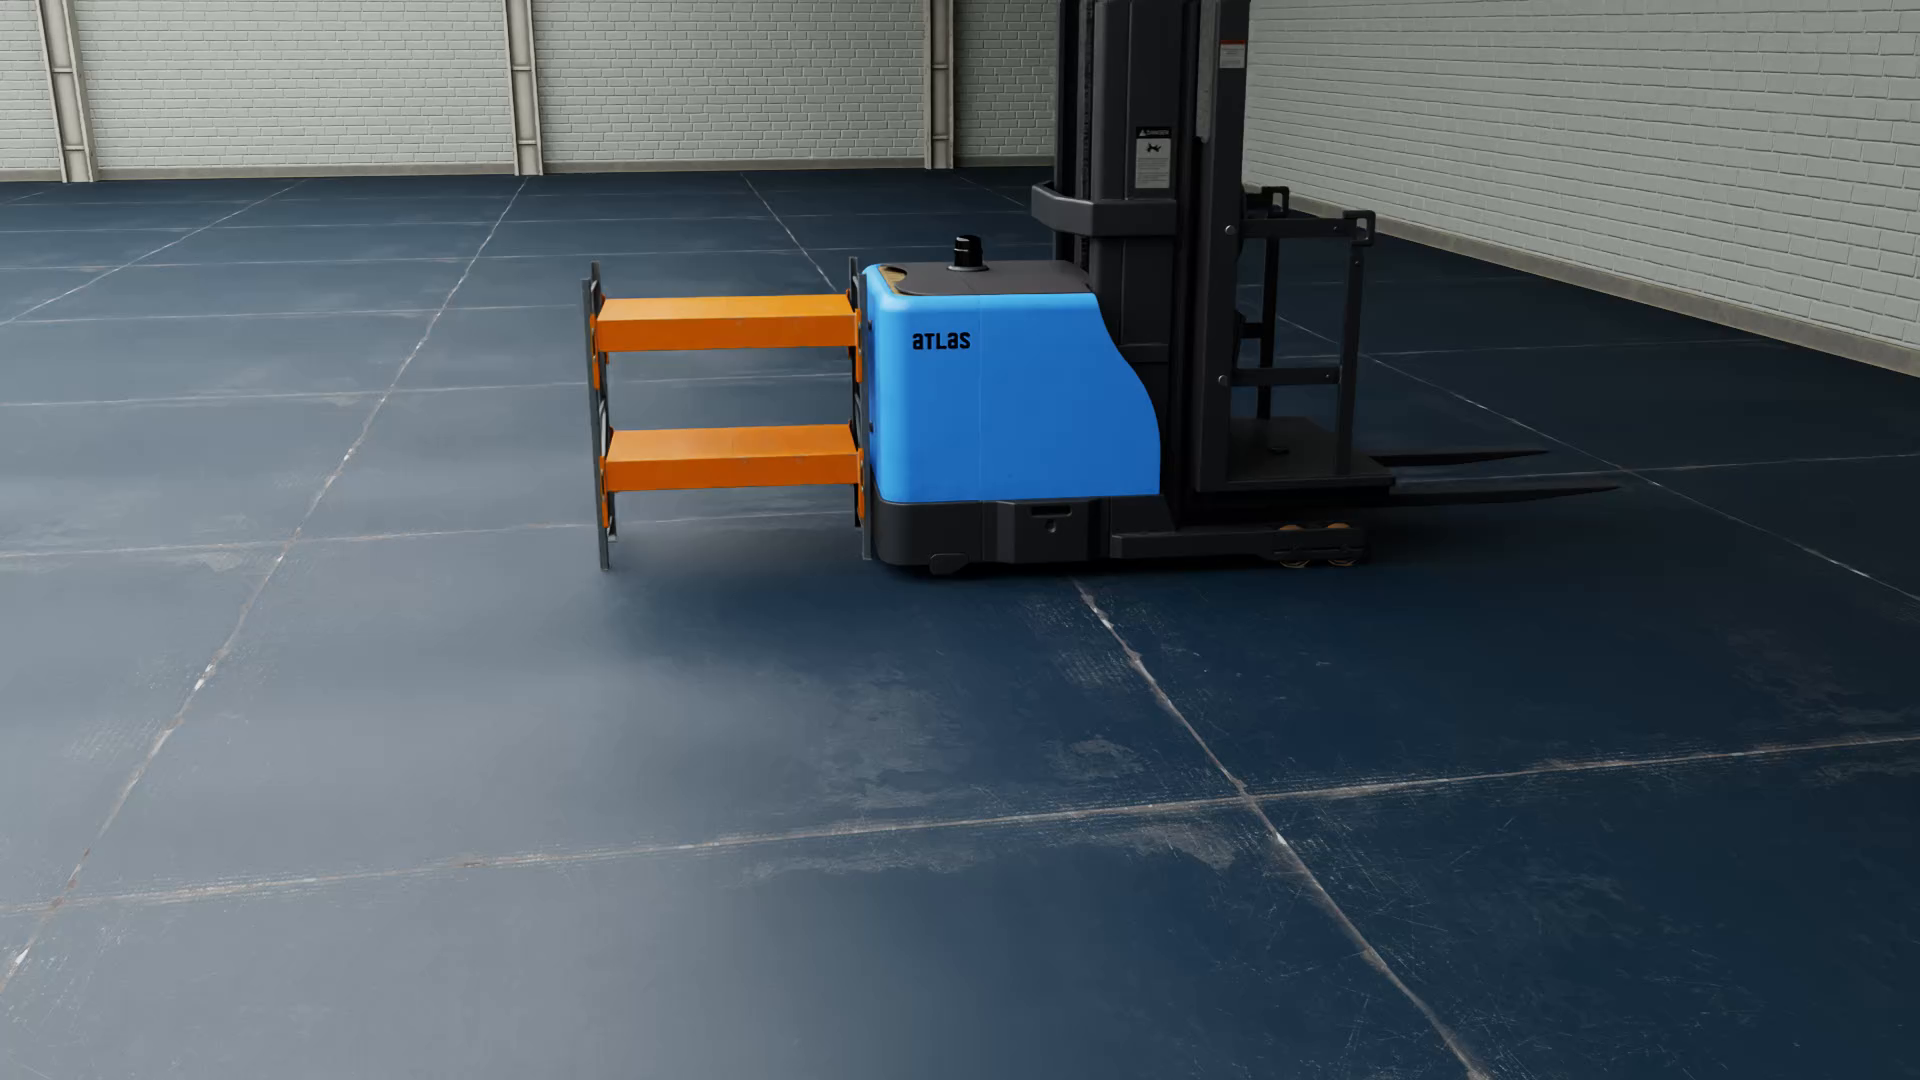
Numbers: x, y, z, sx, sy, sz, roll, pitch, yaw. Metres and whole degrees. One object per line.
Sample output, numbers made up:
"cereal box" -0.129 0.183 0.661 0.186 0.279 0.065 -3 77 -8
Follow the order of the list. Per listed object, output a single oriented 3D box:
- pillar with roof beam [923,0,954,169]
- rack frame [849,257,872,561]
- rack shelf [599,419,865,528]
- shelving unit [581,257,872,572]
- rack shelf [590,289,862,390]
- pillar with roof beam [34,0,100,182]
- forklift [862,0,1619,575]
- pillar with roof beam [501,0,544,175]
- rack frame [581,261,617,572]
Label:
"pillar with roof beam" 0.499 -8.672 19.718 0.400 9.000 9.100 -3 17 -10
"rack frame" -0.397 -0.528 6.614 0.032 1.125 0.500 -2 17 -7
"rack shelf" -0.901 -0.274 6.621 1.000 0.278 0.538 -2 17 -7
"shelving unit" -0.901 -0.508 6.549 1.048 1.125 0.538 -2 17 -7
"rack shelf" -0.901 -0.788 6.463 1.000 0.278 0.538 -2 17 -7
"pillar with roof beam" -11.283 -8.003 17.542 0.400 9.000 9.100 -3 17 -10
"forklift" 1.138 -1.443 6.516 3.031 2.935 1.130 -2 17 -7
"pillar with roof beam" -5.392 -8.337 18.630 0.400 9.000 9.100 -3 17 -10
"rack frame" -1.405 -0.488 6.485 0.032 1.125 0.500 -2 17 -7
